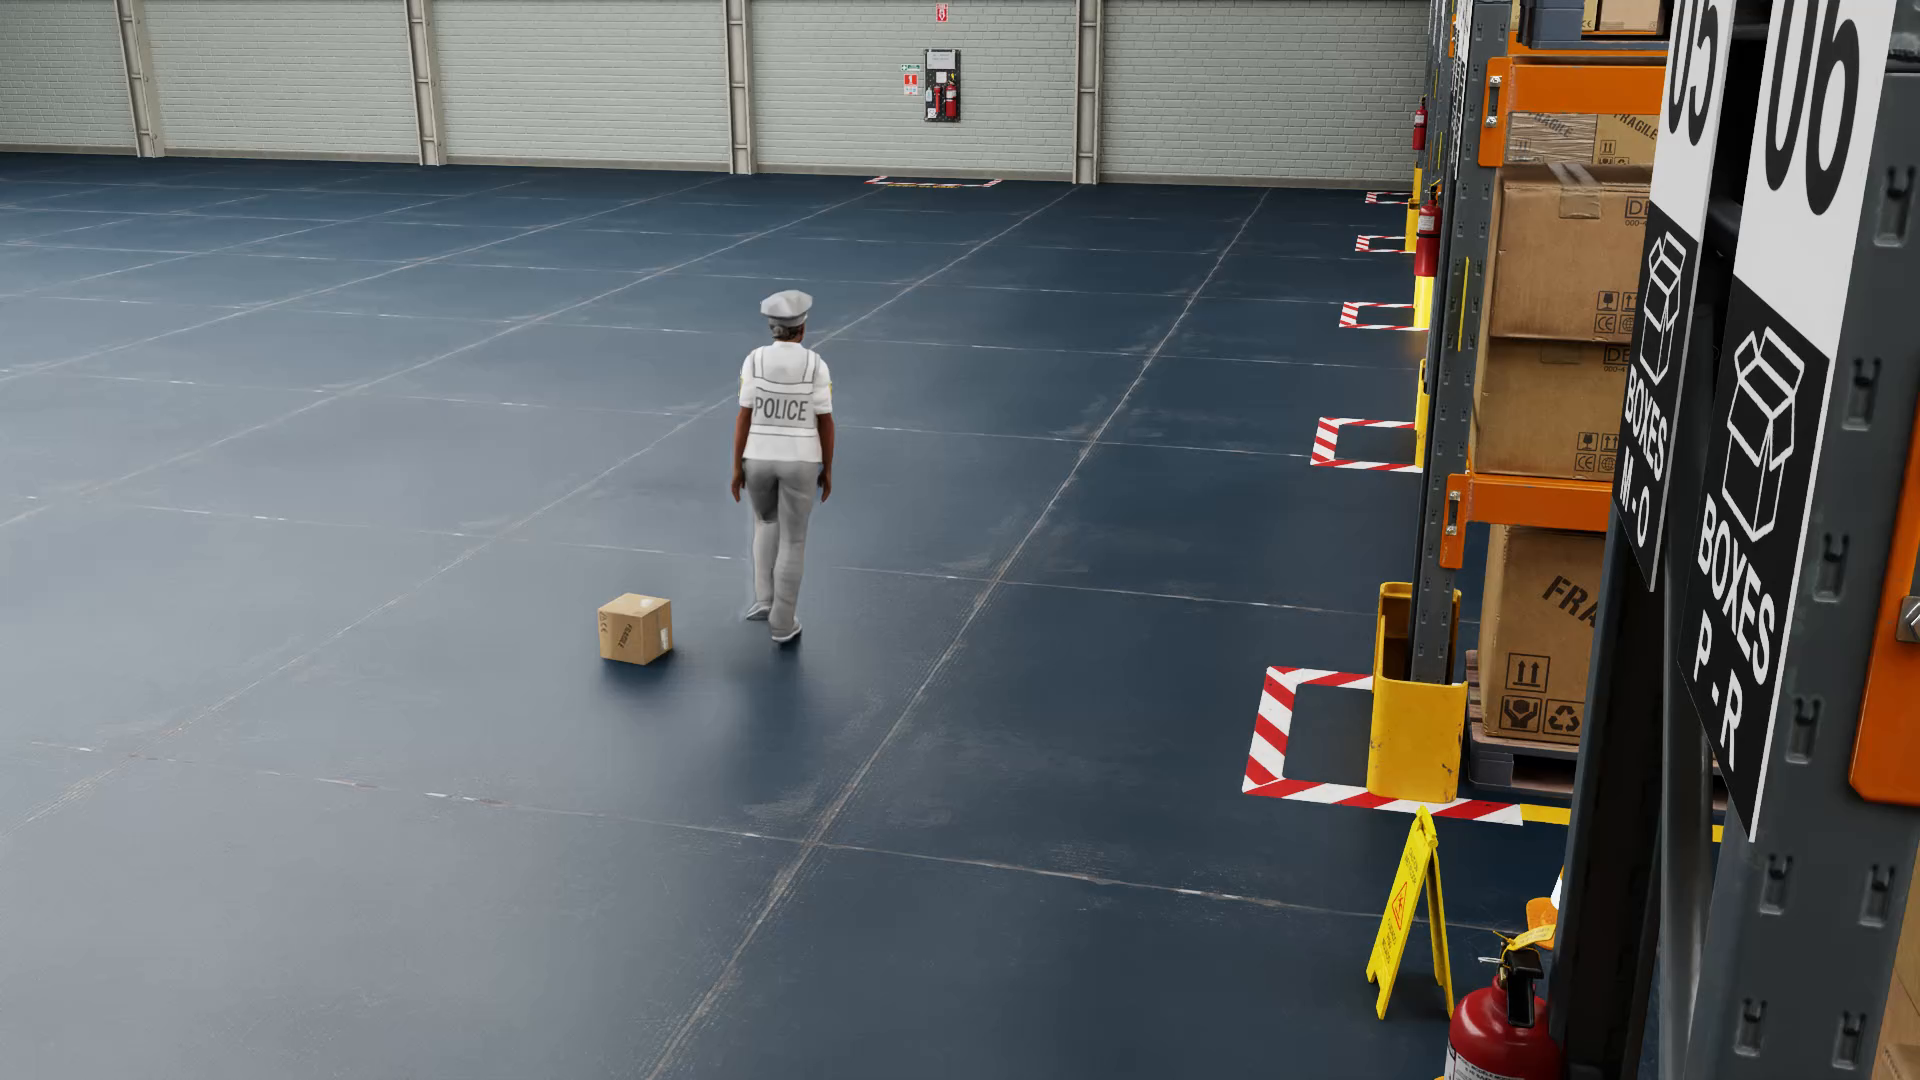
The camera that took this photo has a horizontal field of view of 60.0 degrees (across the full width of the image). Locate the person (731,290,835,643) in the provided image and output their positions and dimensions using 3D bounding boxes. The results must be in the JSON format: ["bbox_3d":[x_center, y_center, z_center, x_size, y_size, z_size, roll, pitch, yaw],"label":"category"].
[{"bbox_3d":[-0.851,-0.339,8.042,0.484,1.687,0.517,2,18,6],"label":"person"}]
